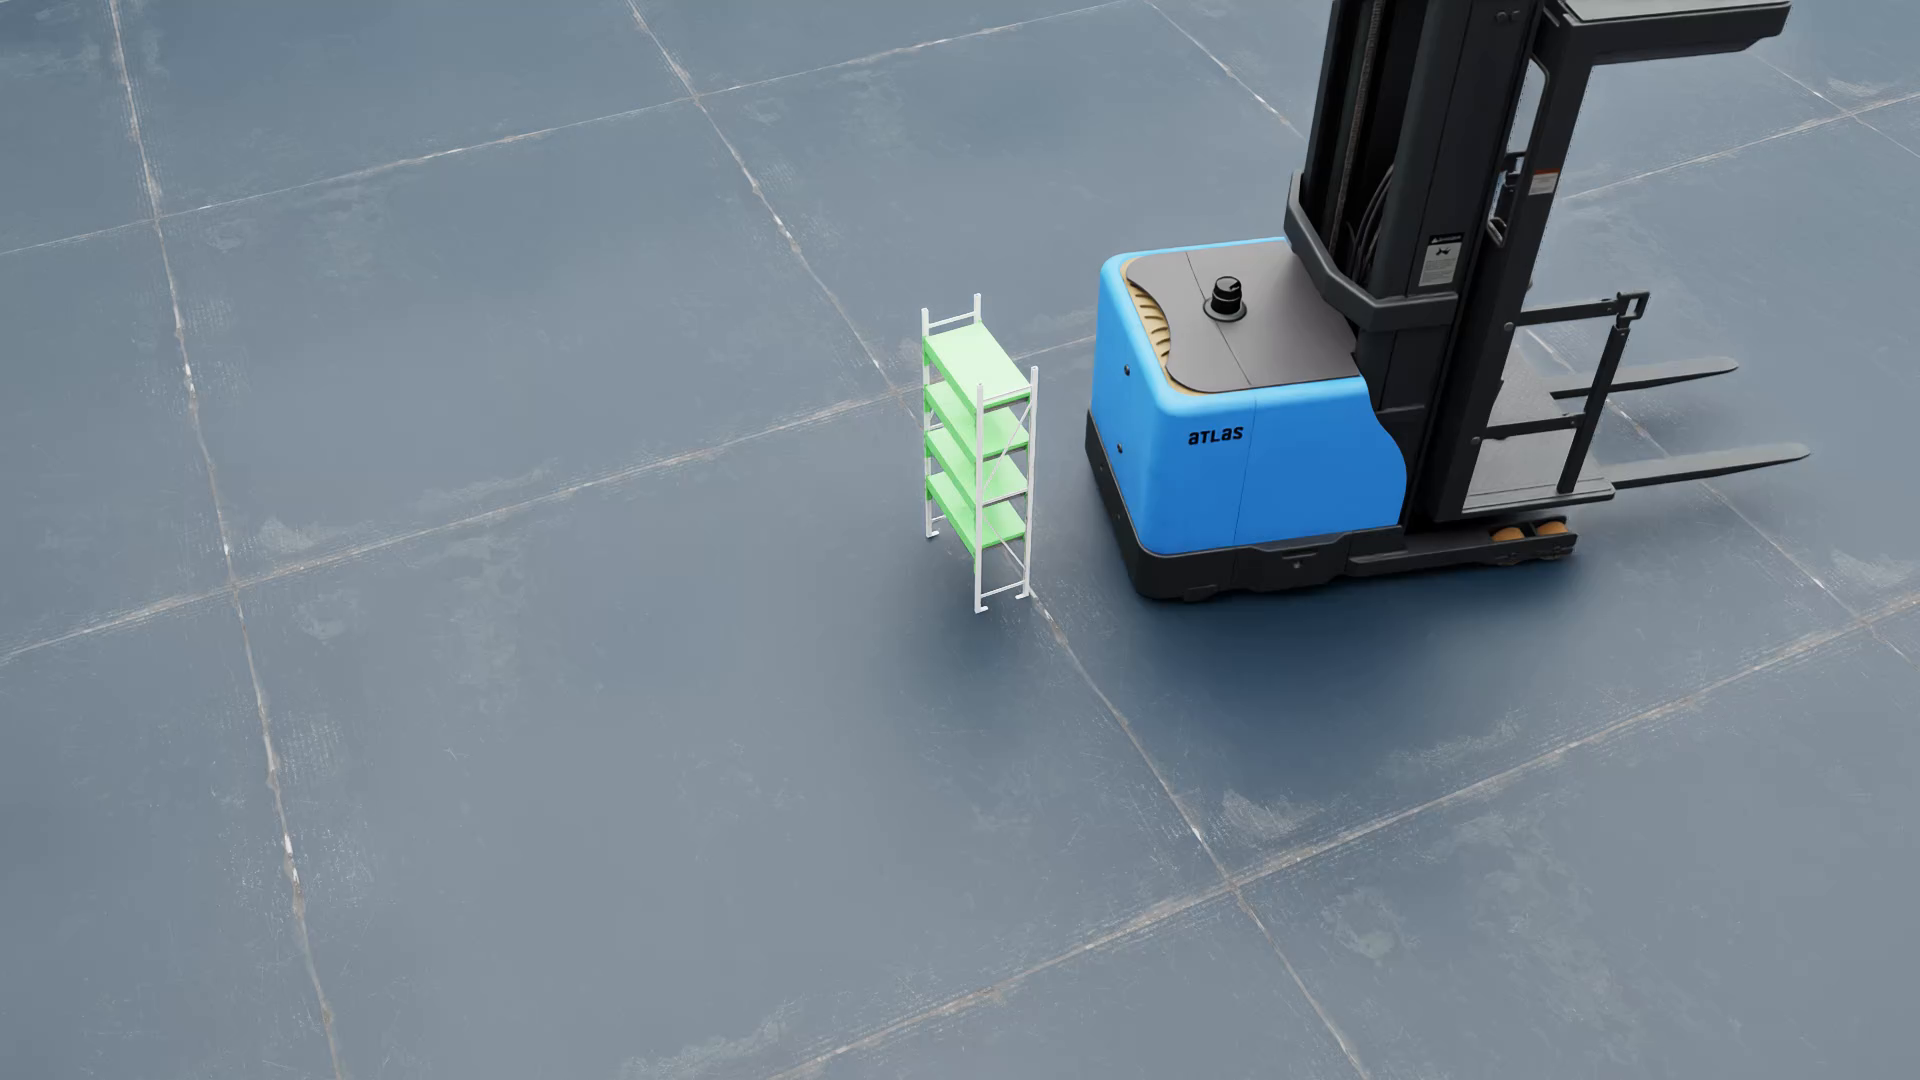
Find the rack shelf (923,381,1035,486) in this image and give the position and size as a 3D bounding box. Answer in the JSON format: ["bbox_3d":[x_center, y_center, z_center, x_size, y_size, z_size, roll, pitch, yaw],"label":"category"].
[{"bbox_3d":[0.070,-0.447,6.467,0.258,0.148,0.480,-18,47,-17],"label":"rack shelf"}]

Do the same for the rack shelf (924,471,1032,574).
[{"bbox_3d":[0.070,-0.105,6.804,0.258,0.148,0.480,-18,47,-17],"label":"rack shelf"}]

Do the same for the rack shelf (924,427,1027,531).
[{"bbox_3d":[0.070,-0.276,6.635,0.258,0.148,0.480,-18,47,-17],"label":"rack shelf"}]

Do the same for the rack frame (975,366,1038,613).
[{"bbox_3d":[0.172,-0.166,6.433,0.240,1.200,0.015,-18,47,-17],"label":"rack frame"}]

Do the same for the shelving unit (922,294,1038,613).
[{"bbox_3d":[0.070,-0.322,6.591,0.258,1.200,0.503,-18,47,-17],"label":"shelving unit"}]

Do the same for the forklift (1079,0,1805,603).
[{"bbox_3d":[2.101,-1.291,6.341,3.031,2.935,1.130,-7,45,-7],"label":"forklift"}]

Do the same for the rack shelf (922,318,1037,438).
[{"bbox_3d":[0.070,-0.618,6.298,0.258,0.148,0.480,-18,47,-17],"label":"rack shelf"}]

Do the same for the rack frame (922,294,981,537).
[{"bbox_3d":[-0.033,-0.477,6.748,0.240,1.200,0.015,-18,47,-17],"label":"rack frame"}]
